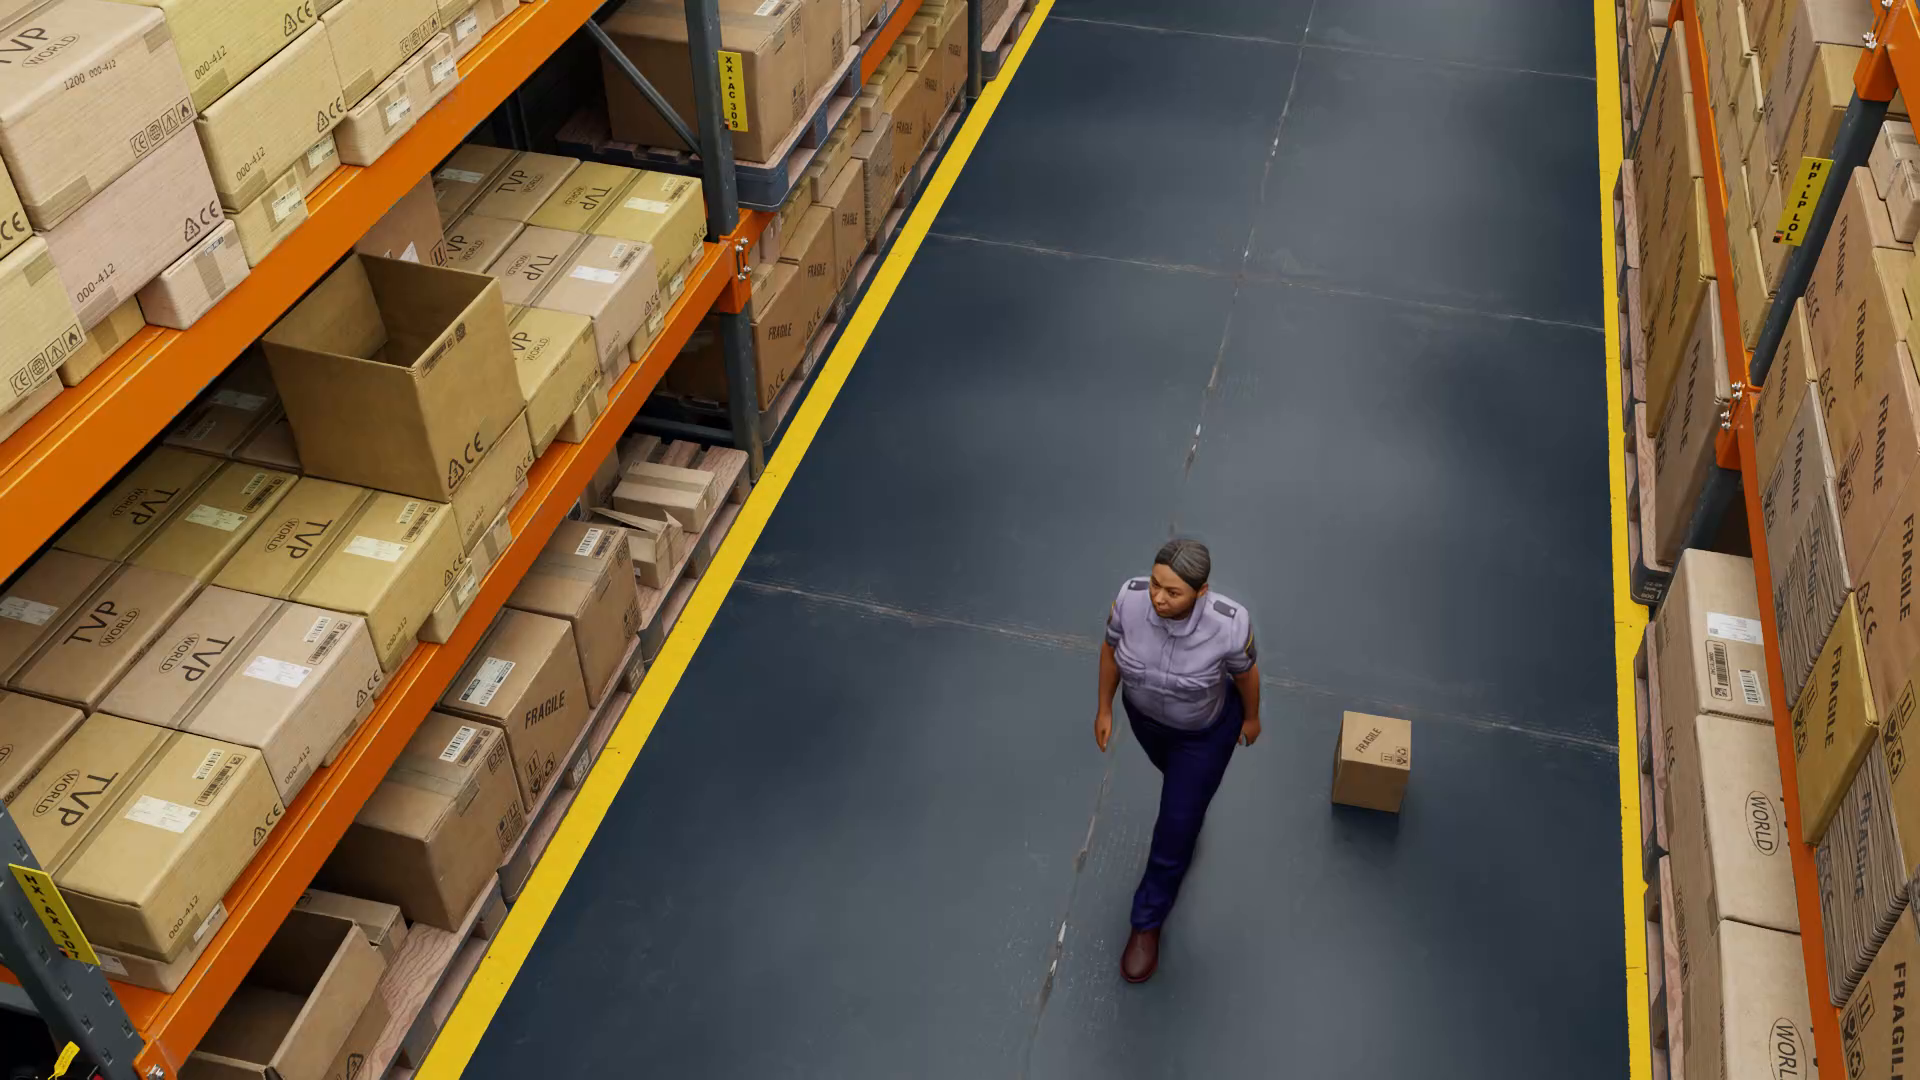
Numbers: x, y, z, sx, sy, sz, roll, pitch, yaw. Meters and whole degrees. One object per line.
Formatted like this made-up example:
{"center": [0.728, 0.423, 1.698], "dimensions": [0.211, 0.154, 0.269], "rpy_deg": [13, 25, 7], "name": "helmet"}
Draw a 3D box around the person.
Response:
{"center": [0.682, 0.600, 5.483], "dimensions": [0.506, 1.606, 0.884], "rpy_deg": [25, 47, 26], "name": "person"}
